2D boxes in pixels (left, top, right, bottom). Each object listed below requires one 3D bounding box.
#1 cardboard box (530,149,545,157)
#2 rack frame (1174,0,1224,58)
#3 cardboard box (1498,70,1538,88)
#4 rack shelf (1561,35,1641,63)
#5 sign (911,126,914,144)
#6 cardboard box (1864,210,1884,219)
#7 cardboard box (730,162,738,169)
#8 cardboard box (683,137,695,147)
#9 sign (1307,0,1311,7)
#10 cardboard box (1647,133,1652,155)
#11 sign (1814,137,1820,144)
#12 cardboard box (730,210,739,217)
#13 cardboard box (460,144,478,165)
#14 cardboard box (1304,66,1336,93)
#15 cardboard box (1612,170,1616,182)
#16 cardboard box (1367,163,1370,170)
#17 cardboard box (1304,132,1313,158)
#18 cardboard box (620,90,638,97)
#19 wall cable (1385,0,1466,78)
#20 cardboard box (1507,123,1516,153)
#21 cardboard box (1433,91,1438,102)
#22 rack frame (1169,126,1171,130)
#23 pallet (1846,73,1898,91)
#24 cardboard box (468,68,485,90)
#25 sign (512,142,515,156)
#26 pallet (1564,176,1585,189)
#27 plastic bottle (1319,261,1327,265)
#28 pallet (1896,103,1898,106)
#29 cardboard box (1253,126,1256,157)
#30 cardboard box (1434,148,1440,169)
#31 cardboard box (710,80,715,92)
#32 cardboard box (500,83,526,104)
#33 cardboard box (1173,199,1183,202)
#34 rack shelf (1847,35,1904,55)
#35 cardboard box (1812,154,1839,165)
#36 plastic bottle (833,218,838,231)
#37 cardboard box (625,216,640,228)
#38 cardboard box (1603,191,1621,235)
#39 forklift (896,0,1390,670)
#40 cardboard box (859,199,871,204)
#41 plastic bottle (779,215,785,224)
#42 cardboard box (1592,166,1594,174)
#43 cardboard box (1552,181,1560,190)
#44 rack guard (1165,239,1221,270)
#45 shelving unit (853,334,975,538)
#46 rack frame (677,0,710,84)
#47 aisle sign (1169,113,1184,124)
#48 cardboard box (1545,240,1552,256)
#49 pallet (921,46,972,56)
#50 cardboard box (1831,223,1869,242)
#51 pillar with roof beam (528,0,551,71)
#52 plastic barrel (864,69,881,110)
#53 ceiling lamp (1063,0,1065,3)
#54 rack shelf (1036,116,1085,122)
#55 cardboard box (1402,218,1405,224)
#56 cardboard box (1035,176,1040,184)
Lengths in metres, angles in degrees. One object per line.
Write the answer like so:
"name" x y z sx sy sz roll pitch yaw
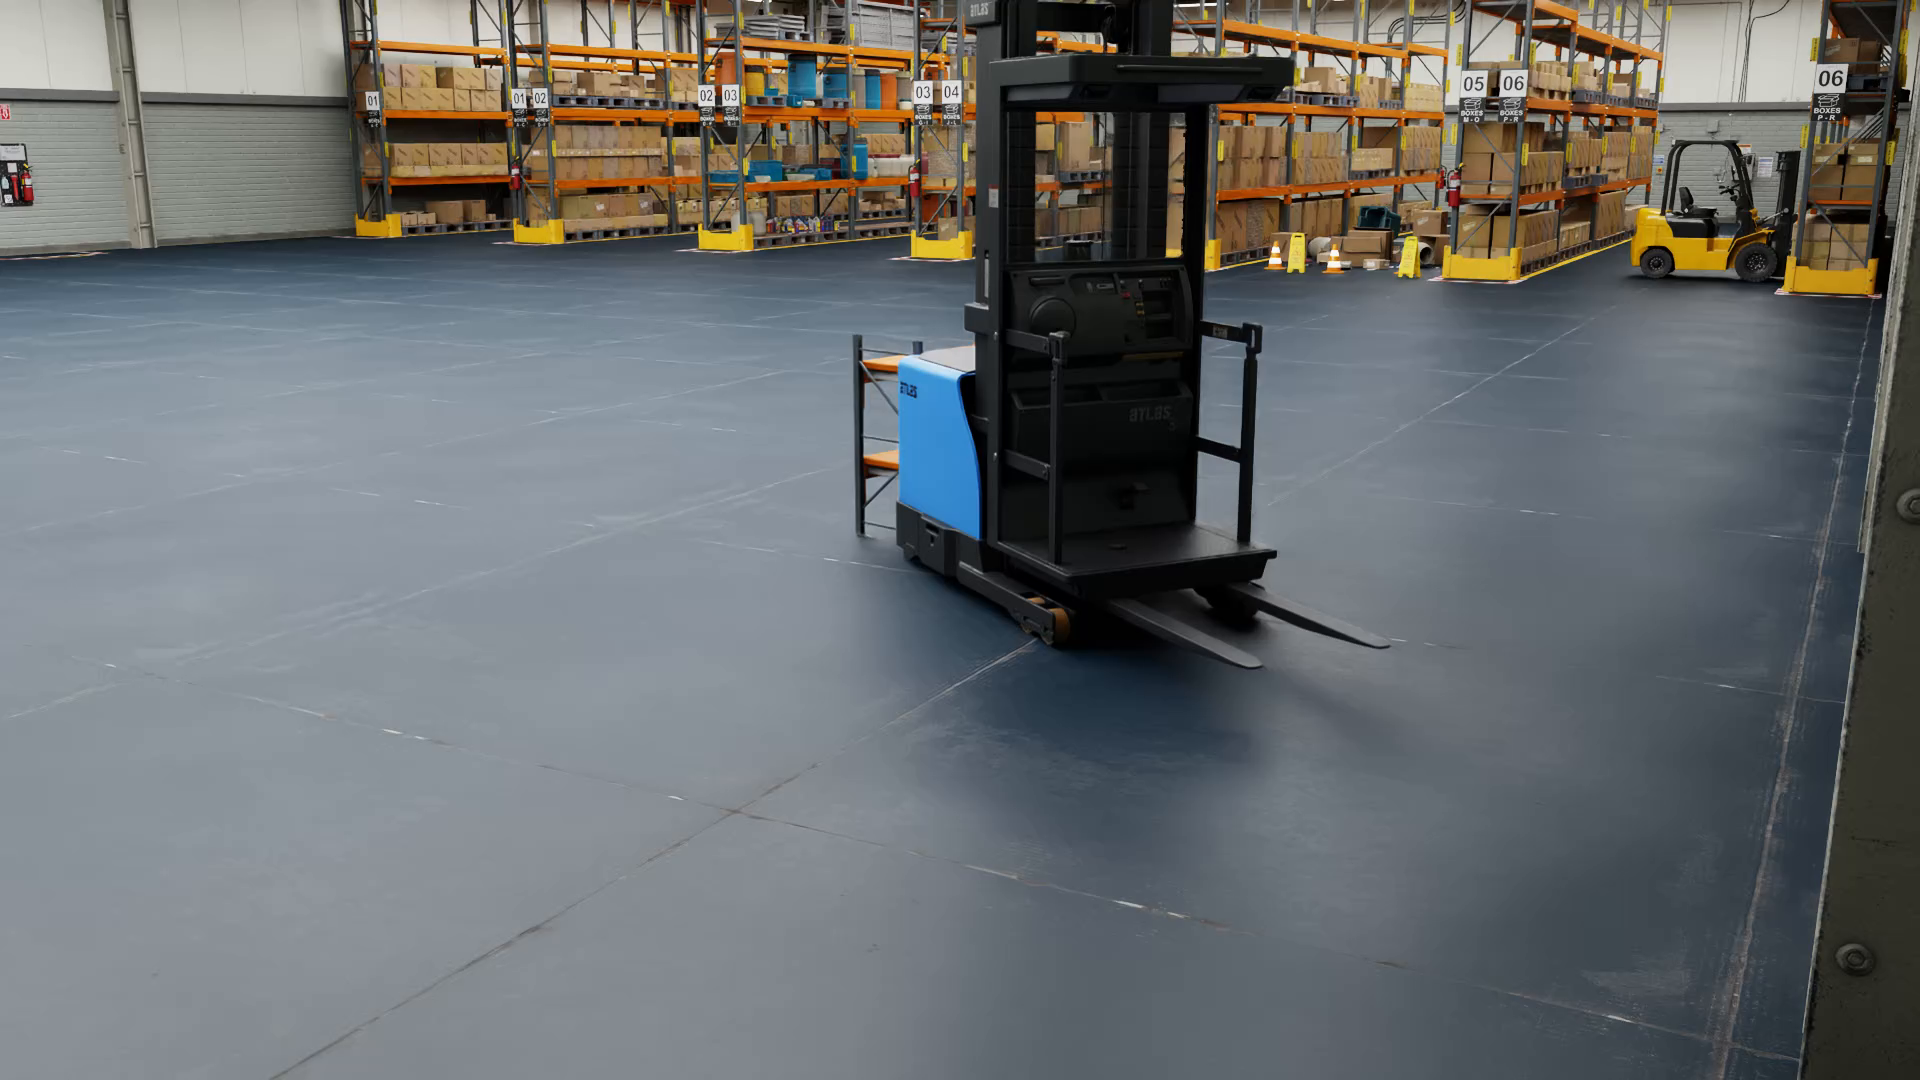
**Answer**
"cardboard box" -9.036 -8.338 35.818 0.380 0.149 0.250 7 15 27
"rack frame" 3.909 -9.085 27.712 1.000 3.000 0.127 7 15 28
"cardboard box" 8.767 -7.231 26.109 0.500 0.250 0.500 7 15 27
"rack shelf" 13.125 -10.052 34.113 1.077 0.370 4.000 7 15 28
"sign" -0.860 -7.535 30.938 0.100 0.325 0.005 7 15 28
"cardboard box" 17.182 -6.136 31.332 0.380 0.149 0.250 8 16 30
"cardboard box" -5.789 -9.311 41.639 0.500 0.311 0.500 7 15 27
"cardboard box" -7.849 -11.236 46.943 0.500 0.250 0.500 8 16 29
"sign" 7.297 -11.278 34.648 0.100 0.325 0.005 7 15 28
"cardboard box" 15.774 -9.209 38.682 0.500 0.500 0.500 7 15 28
"sign" 14.092 -6.471 27.370 0.100 0.325 0.005 7 15 28
"cardboard box" -5.719 -8.039 41.143 0.500 0.250 0.500 8 16 29
"cardboard box" -11.906 -9.220 39.749 0.500 0.500 0.500 7 15 26
"cardboard box" 7.181 -9.181 33.188 0.500 0.500 0.500 7 15 28
"cardboard box" 13.342 -7.585 34.610 0.500 0.250 0.500 7 15 28
"cardboard box" 8.809 -8.233 36.619 0.380 0.149 0.250 8 16 29
"cardboard box" 6.569 -7.836 32.984 0.700 0.500 0.500 8 15 28
"cardboard box" -7.464 -10.025 37.352 0.380 0.149 0.250 7 15 28
"wall cable" 13.101 -15.284 46.561 2.277 5.999 0.120 7 15 28
"cardboard box" 8.598 -6.540 26.976 0.700 0.500 0.500 8 15 29
"cardboard box" 11.398 -10.851 40.692 0.500 0.250 0.500 7 15 27
"rack frame" 5.417 -9.213 41.044 1.000 3.000 0.127 7 15 28
"pallet" 13.002 -6.624 24.094 1.003 0.211 1.213 7 15 28
"cardboard box" -11.721 -11.010 39.709 0.500 0.500 0.500 8 16 31
"sign" -10.980 -9.617 40.870 0.100 0.325 0.005 7 15 28
"pallet" 10.722 -6.496 30.184 1.003 0.211 1.213 7 15 28
"plastic bottle" 6.425 -4.906 29.446 0.133 0.061 0.283 2 14 9
"pallet" 17.564 -8.557 32.322 1.213 0.211 1.003 7 15 28
"cardboard box" 4.839 -7.185 30.005 0.875 0.550 0.500 7 15 28
"cardboard box" 11.652 -9.523 41.482 0.500 0.500 0.500 8 16 29
"cardboard box" -7.001 -13.014 48.020 0.500 0.500 0.500 7 15 28
"cardboard box" -11.124 -11.070 41.235 0.500 0.500 0.500 10 17 36
"cardboard box" 4.694 -8.068 39.929 1.225 0.875 0.875 7 15 26
"rack shelf" 17.472 -9.491 31.784 1.077 0.370 4.000 7 15 28
"cardboard box" 12.560 -5.534 24.185 0.380 0.149 0.250 8 16 29
"plastic bottle" -2.730 -6.890 36.266 0.061 0.283 0.133 8 16 31
"cardboard box" -7.632 -7.237 37.818 0.500 0.250 0.500 7 15 28
"cardboard box" 13.433 -6.939 35.249 0.875 0.875 0.875 8 16 30
"forklift" 0.748 -1.079 7.449 1.130 2.935 3.031 -6 15 -25
"cardboard box" -2.863 -9.546 47.223 0.500 0.311 0.500 7 15 28
"plastic bottle" -3.836 -6.815 35.809 0.144 0.351 0.185 7 15 28
"cardboard box" 11.928 -7.087 31.866 0.380 0.149 0.250 7 15 25
"cardboard box" 10.222 -6.175 28.976 0.380 0.149 0.250 8 16 29
"rack guard" 3.897 -4.949 28.688 1.175 0.500 0.348 7 15 28
"shelving unit" -0.051 -0.630 9.440 0.538 1.125 1.048 12 18 41
"rack frame" -7.591 -13.813 47.325 1.000 3.000 0.127 7 15 28
"aisle sign" 3.612 -7.452 28.191 0.394 0.787 0.004 7 15 28
"cardboard box" 9.926 -5.055 28.765 0.500 0.250 0.500 7 15 27
"pallet" -0.477 -11.729 39.933 1.213 0.211 1.003 7 15 28
"cardboard box" 13.036 -4.498 24.321 0.500 0.250 0.500 7 15 27
"pillar with roof beam" -7.142 -12.336 41.198 9.100 9.000 0.400 7 15 28
"plastic barrel" -2.098 -10.232 37.802 0.600 0.901 0.708 7 15 28
"ceiling lamp" 2.166 -17.178 48.825 2.000 3.185 0.800 7 15 28
"rack shelf" 2.048 -11.293 44.807 1.077 0.370 4.000 7 15 28
"cardboard box" 10.296 -7.542 39.298 0.380 0.149 0.250 8 16 30
"cardboard box" 1.377 -7.214 33.287 0.380 0.149 0.250 7 15 28
